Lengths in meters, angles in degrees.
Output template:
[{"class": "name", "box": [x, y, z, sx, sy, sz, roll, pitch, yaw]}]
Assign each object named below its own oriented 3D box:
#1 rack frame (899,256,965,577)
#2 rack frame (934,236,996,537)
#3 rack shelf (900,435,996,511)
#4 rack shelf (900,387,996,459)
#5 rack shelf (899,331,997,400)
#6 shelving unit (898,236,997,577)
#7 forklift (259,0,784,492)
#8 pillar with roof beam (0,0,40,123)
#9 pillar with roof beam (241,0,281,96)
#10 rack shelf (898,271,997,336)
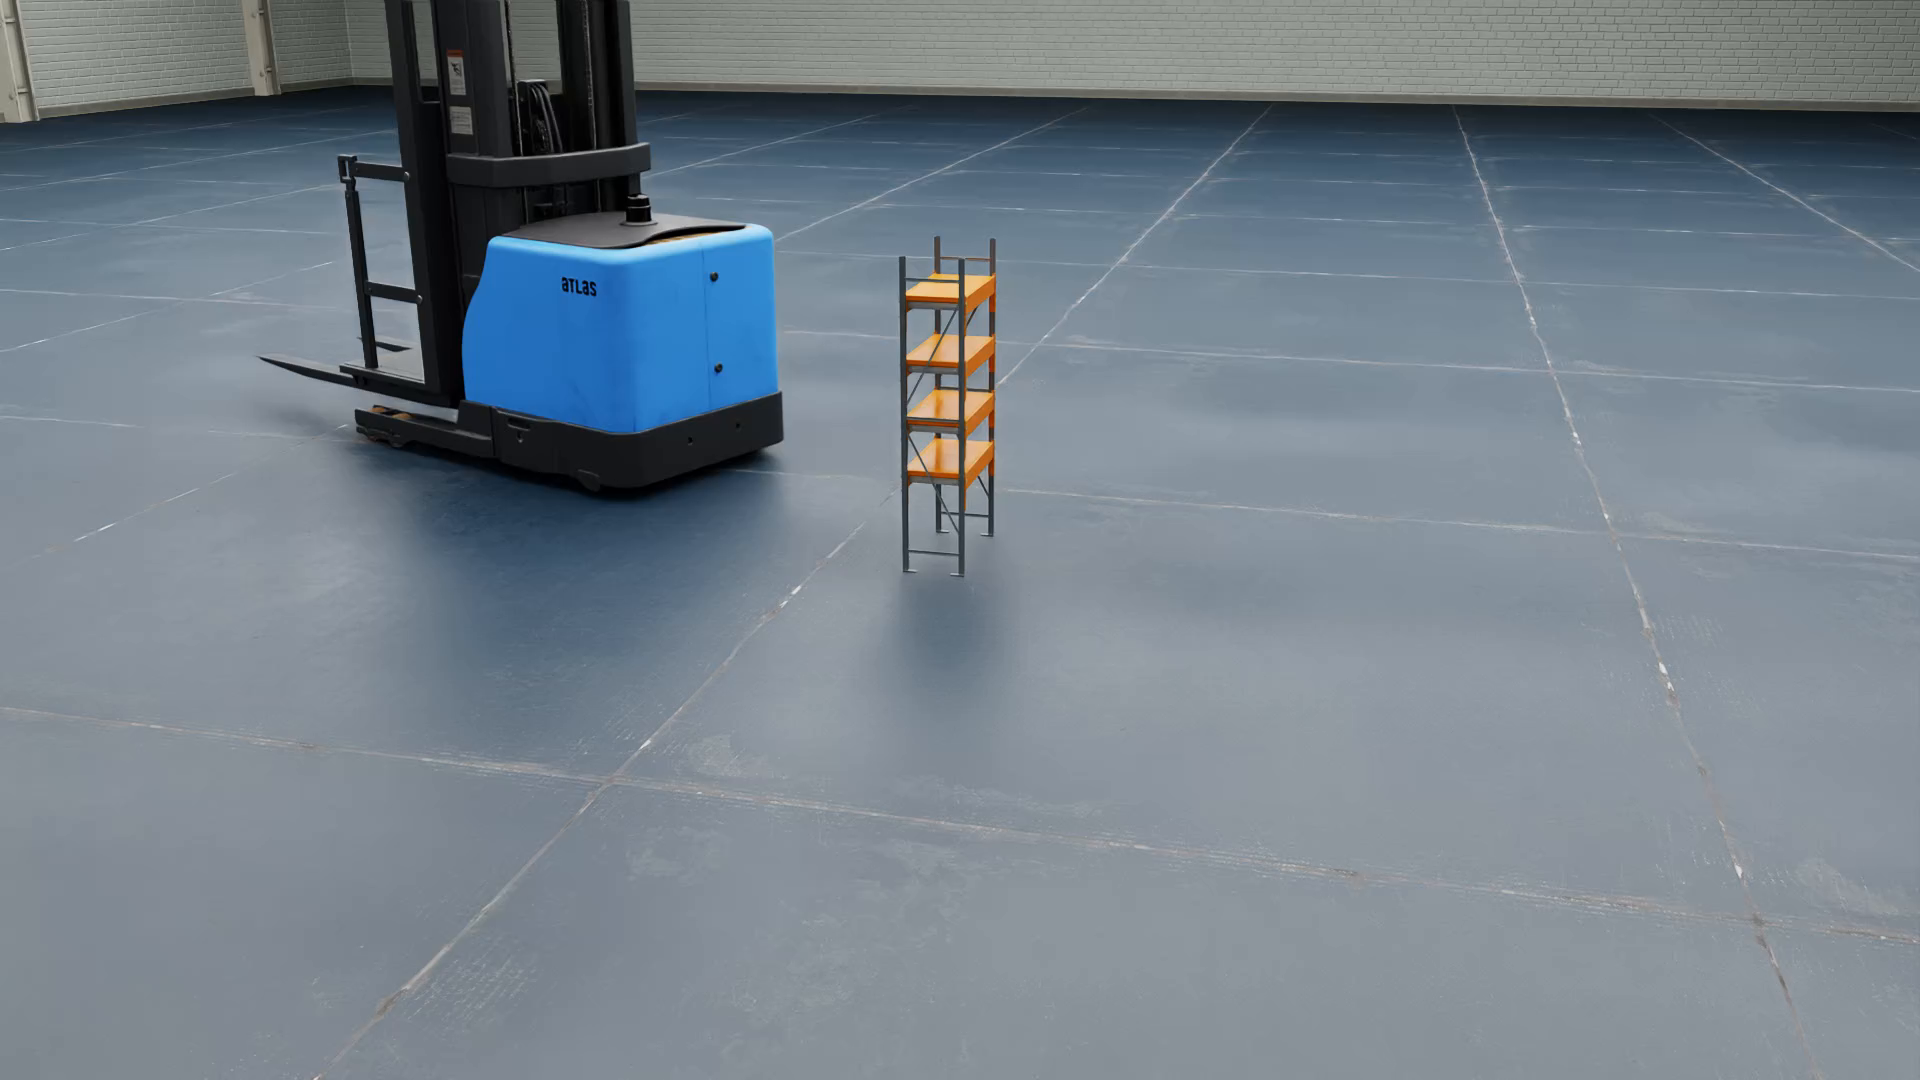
[{"class": "rack frame", "box": [-0.100, -0.439, 6.118, 0.240, 1.200, 0.015, 5, 19, 13]}, {"class": "rack frame", "box": [0.019, -0.592, 6.566, 0.240, 1.200, 0.015, 5, 19, 13]}, {"class": "rack shelf", "box": [-0.040, -0.264, 6.428, 0.258, 0.148, 0.480, 5, 19, 13]}, {"class": "rack shelf", "box": [-0.040, -0.452, 6.363, 0.258, 0.148, 0.480, 5, 19, 13]}, {"class": "rack shelf", "box": [-0.040, -0.664, 6.291, 0.258, 0.148, 0.480, 5, 19, 13]}, {"class": "shelving unit", "box": [-0.040, -0.516, 6.342, 0.258, 1.200, 0.503, 5, 19, 13]}, {"class": "forklift", "box": [-2.321, -1.952, 7.868, 3.031, 2.935, 1.130, 13, 23, 34]}, {"class": "pillar with roof beam", "box": [-10.178, -10.324, 22.992, 9.100, 9.000, 0.400, 5, 19, 13]}, {"class": "pillar with roof beam", "box": [-8.712, -12.205, 28.498, 9.100, 9.000, 0.400, 5, 19, 13]}, {"class": "rack shelf", "box": [-0.040, -0.888, 6.215, 0.258, 0.148, 0.480, 5, 19, 13]}]
